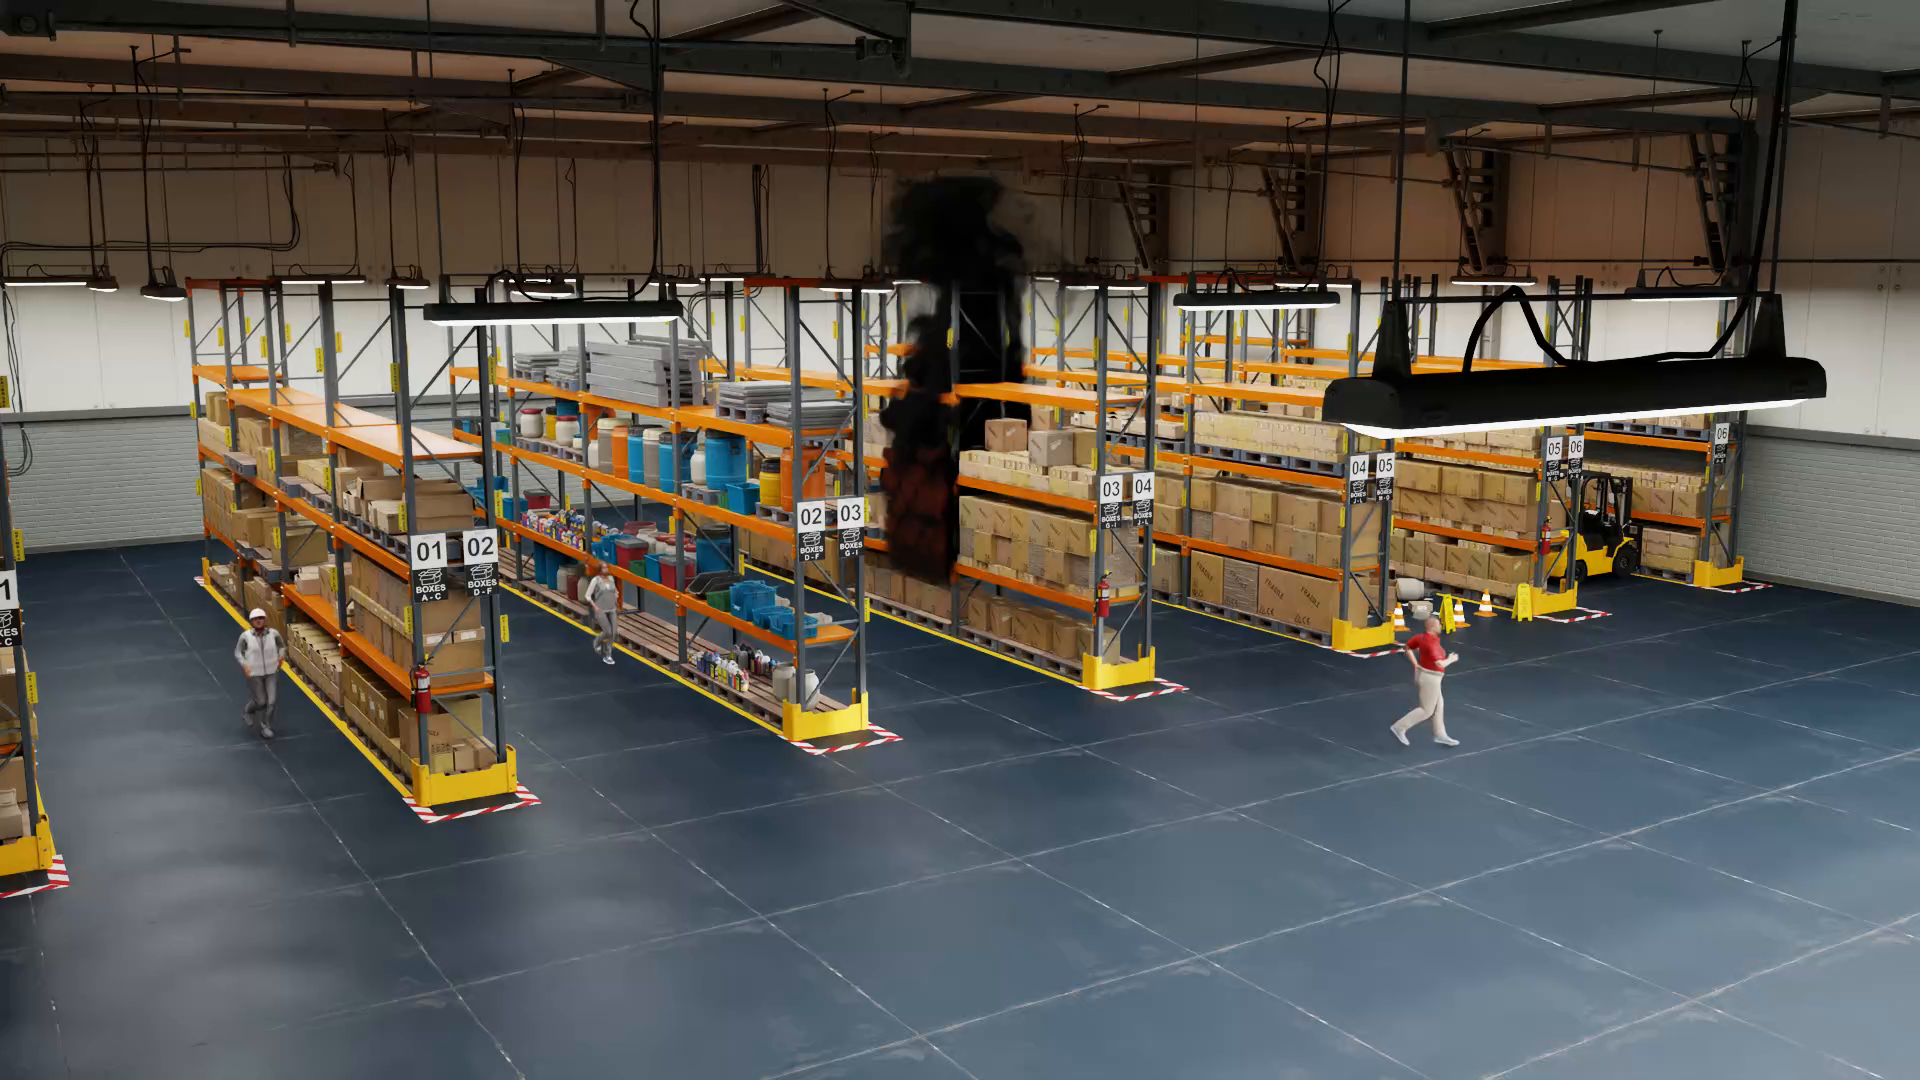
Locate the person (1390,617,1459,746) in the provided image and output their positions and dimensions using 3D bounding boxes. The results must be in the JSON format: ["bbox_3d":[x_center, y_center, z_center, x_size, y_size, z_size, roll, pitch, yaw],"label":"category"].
[{"bbox_3d":[6.089,1.852,21.689,0.950,1.722,0.682,0,10,-2],"label":"person"}]

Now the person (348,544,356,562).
[{"bbox_3d":[-11.795,0.059,32.475,0.711,1.734,0.778,-7,12,-37],"label":"person"}]

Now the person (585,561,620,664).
[{"bbox_3d":[-5.373,1.087,25.139,0.528,1.567,0.490,-8,13,-41],"label":"person"}]

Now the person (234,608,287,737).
[{"bbox_3d":[-9.352,1.769,22.322,0.656,1.746,0.627,-6,12,-34],"label":"person"}]
